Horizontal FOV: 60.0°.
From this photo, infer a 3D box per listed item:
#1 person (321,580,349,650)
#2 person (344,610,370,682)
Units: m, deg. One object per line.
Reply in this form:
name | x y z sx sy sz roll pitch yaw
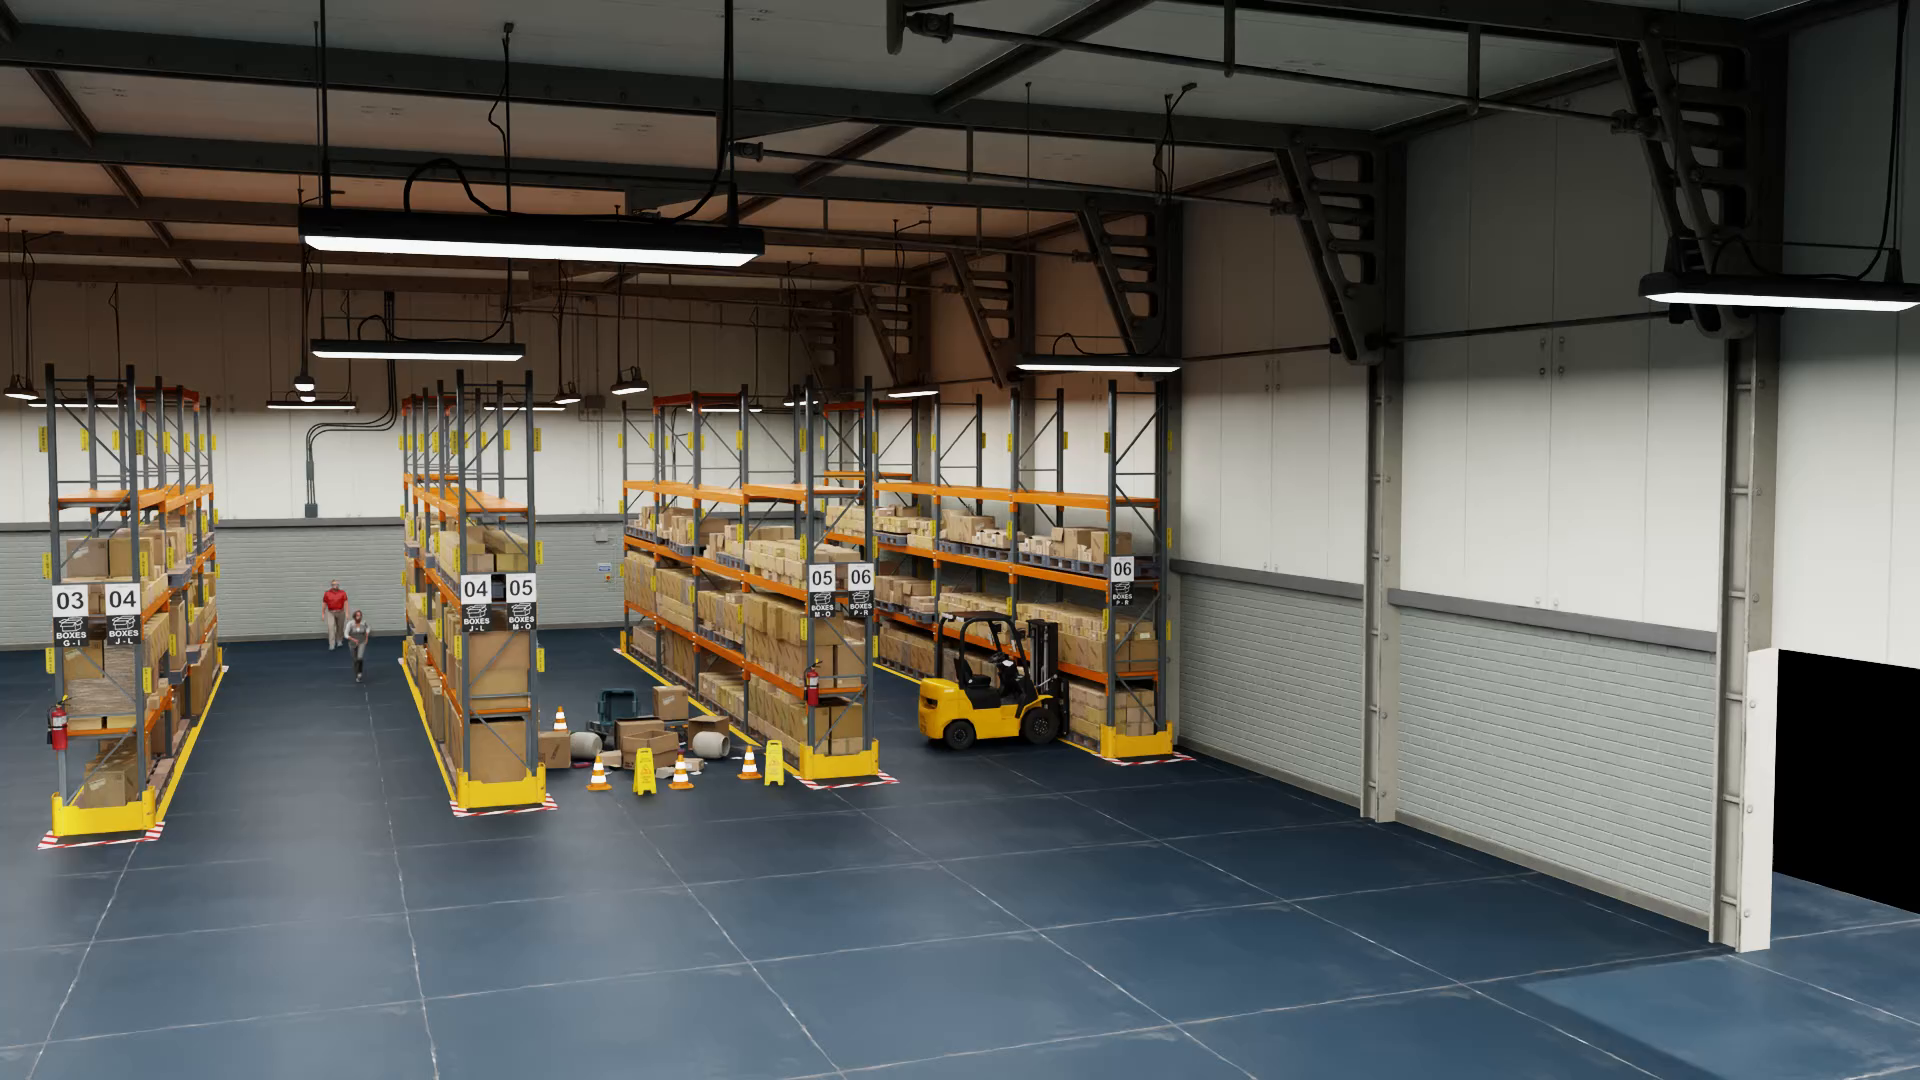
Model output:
person | -15.123 1.798 40.250 0.639 1.659 1.074 -1 4 -20
person | -12.567 2.199 34.698 0.474 1.514 0.780 -1 3 -11
